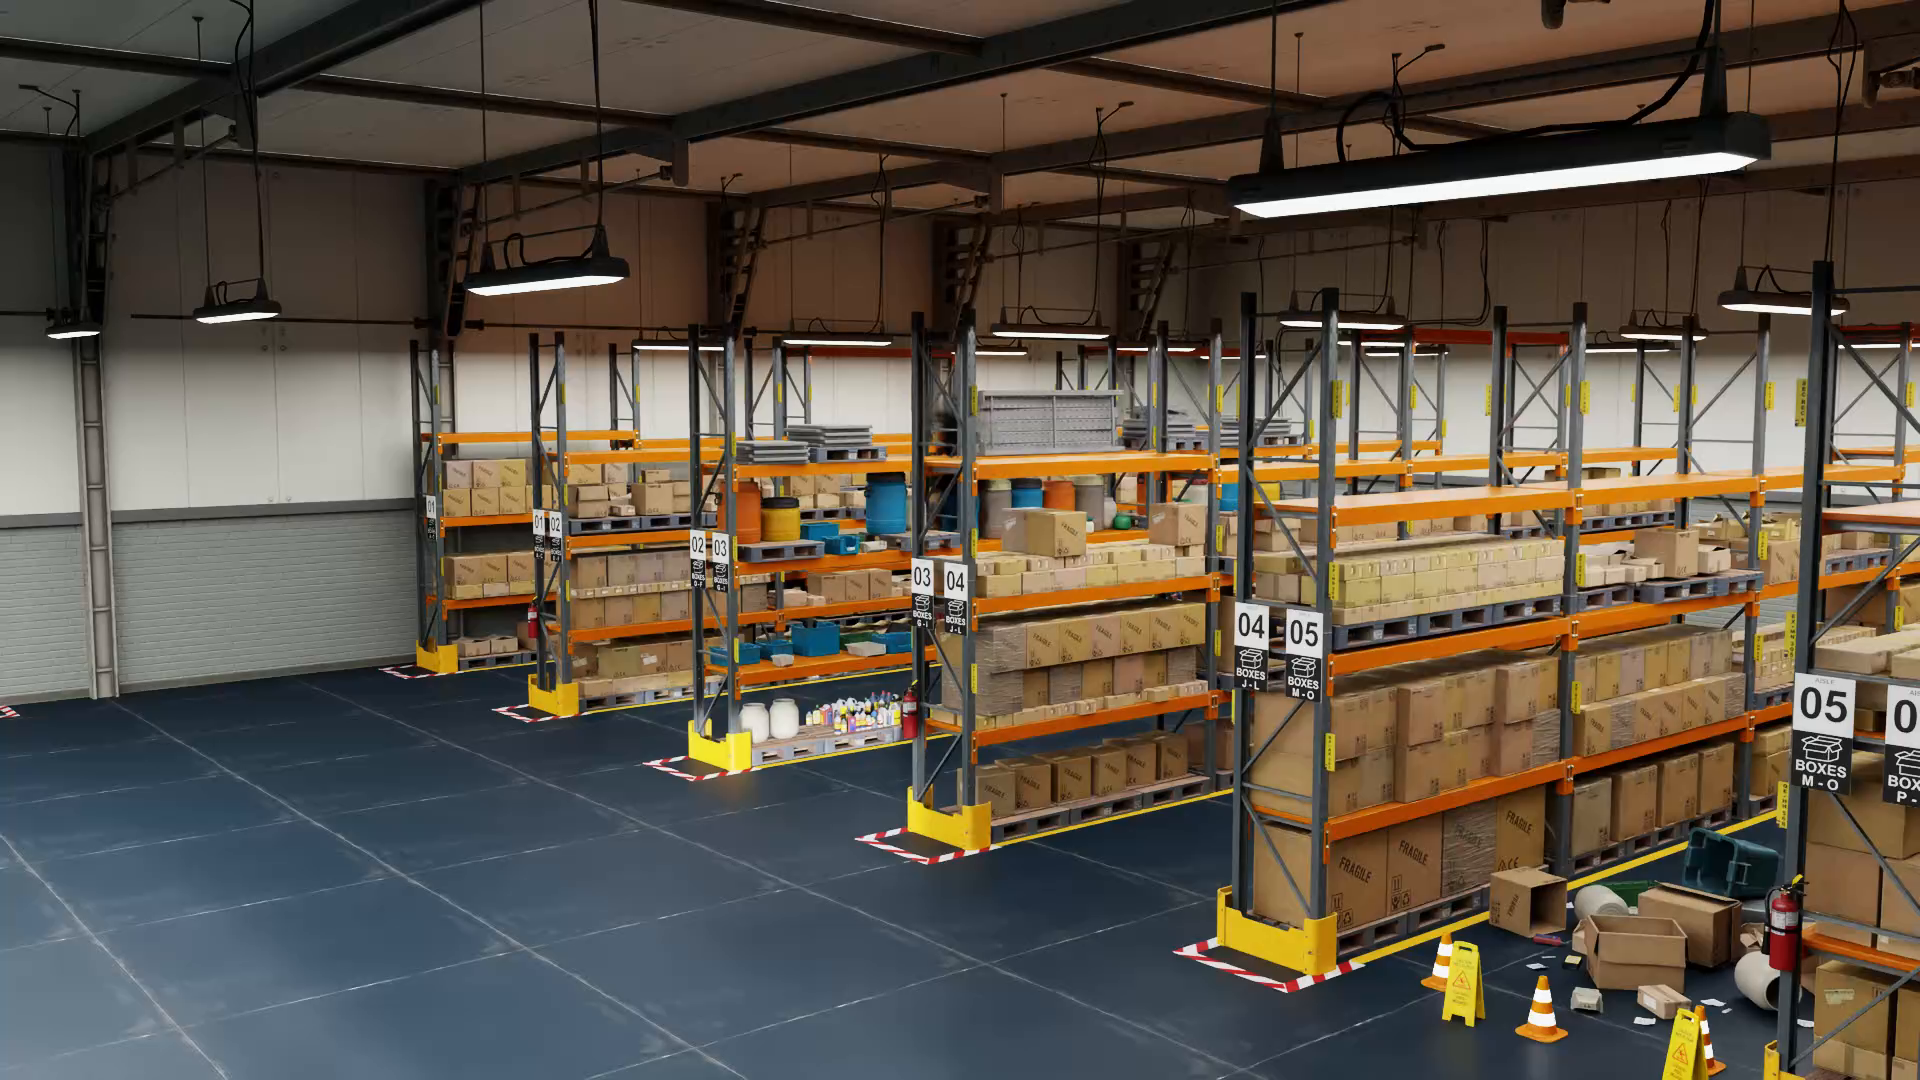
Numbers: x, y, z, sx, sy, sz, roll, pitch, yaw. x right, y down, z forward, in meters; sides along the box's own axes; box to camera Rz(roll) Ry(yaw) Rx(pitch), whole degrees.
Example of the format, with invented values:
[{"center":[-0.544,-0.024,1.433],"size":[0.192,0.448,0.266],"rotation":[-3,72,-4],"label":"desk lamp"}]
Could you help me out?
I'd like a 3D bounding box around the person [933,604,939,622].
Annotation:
[{"center":[-0.569,1.165,34.286],"size":[0.682,1.672,0.766],"rotation":[4,7,38],"label":"person"}]
